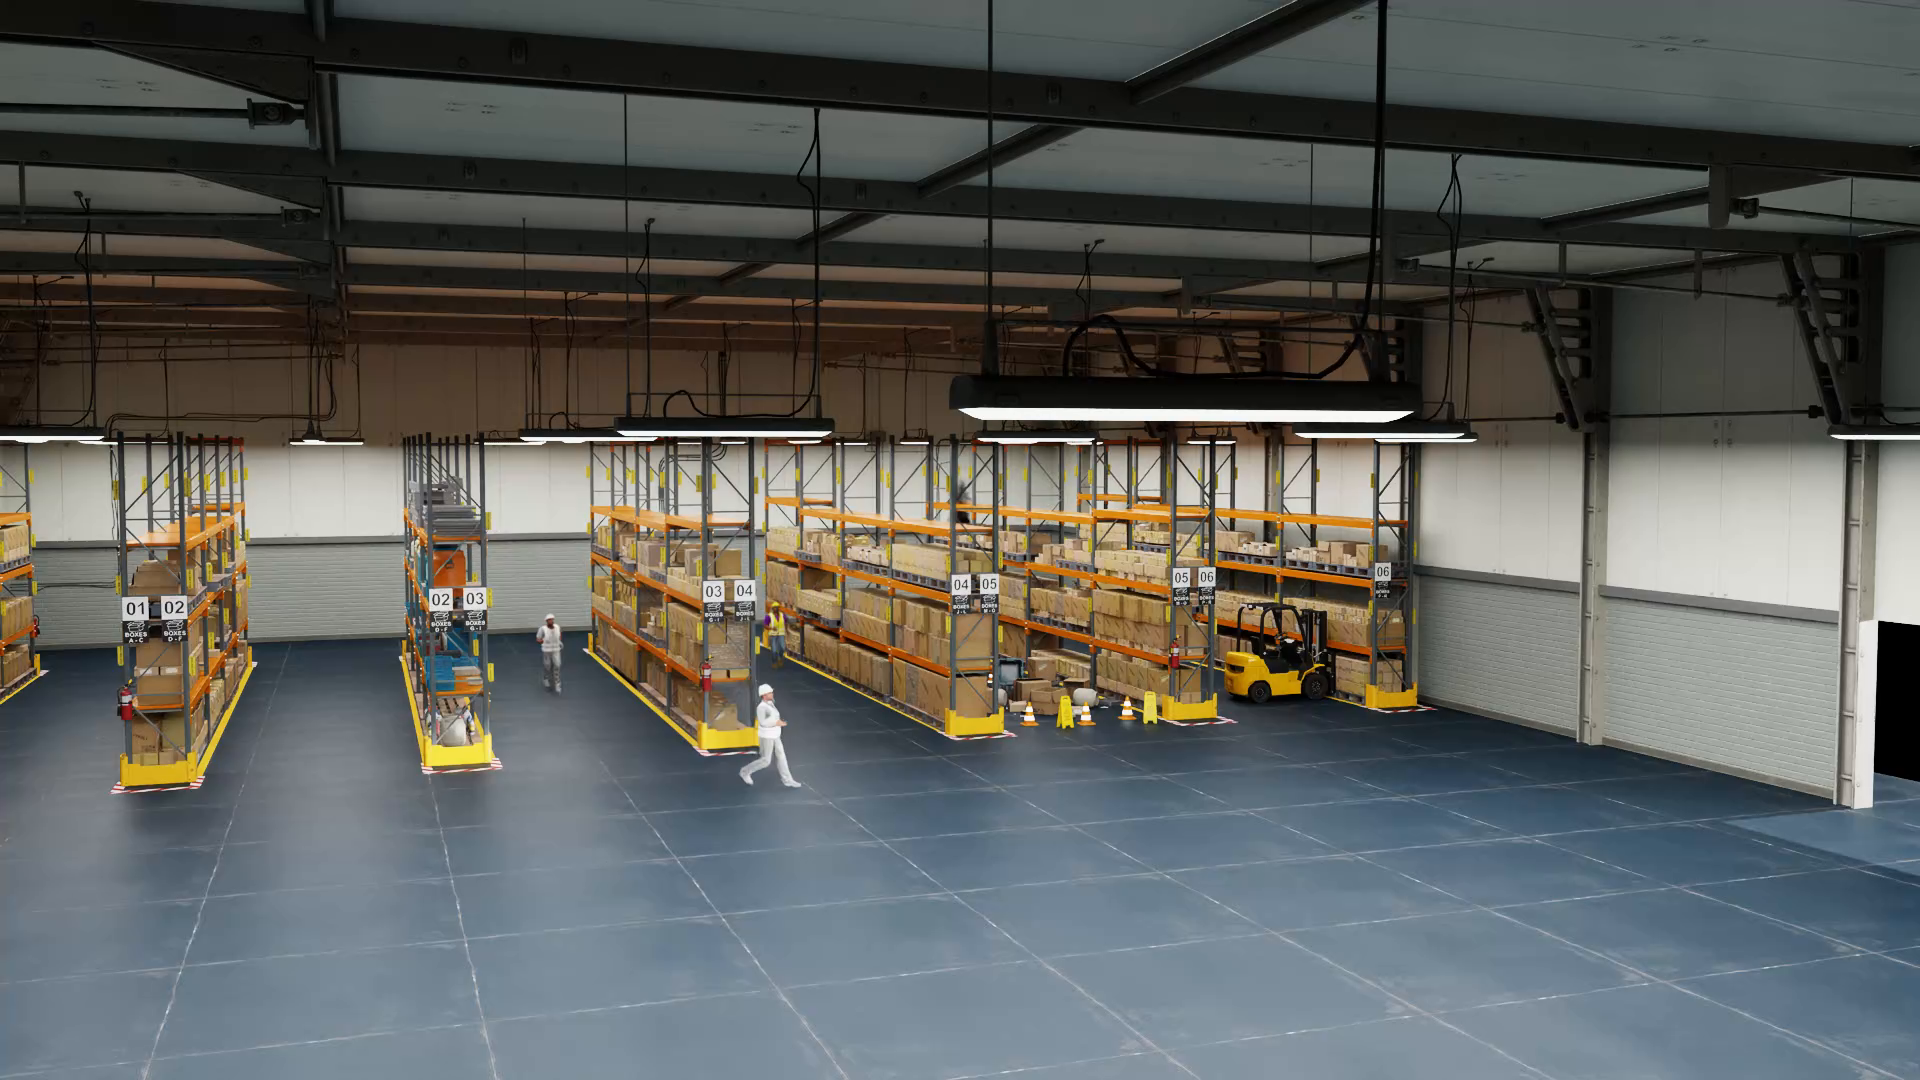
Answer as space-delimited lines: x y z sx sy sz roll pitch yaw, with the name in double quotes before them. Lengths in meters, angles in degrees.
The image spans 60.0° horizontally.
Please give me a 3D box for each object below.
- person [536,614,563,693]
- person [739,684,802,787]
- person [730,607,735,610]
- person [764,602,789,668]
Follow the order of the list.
"person" -9.652 2.647 39.191 0.672 1.819 0.928 -2 4 -28
"person" -3.169 3.275 27.807 1.054 1.732 0.672 1 3 11
"person" -6.733 2.229 48.888 0.760 1.562 0.498 2 4 38
"person" -4.719 2.467 42.943 0.684 1.724 0.626 -1 3 -21
